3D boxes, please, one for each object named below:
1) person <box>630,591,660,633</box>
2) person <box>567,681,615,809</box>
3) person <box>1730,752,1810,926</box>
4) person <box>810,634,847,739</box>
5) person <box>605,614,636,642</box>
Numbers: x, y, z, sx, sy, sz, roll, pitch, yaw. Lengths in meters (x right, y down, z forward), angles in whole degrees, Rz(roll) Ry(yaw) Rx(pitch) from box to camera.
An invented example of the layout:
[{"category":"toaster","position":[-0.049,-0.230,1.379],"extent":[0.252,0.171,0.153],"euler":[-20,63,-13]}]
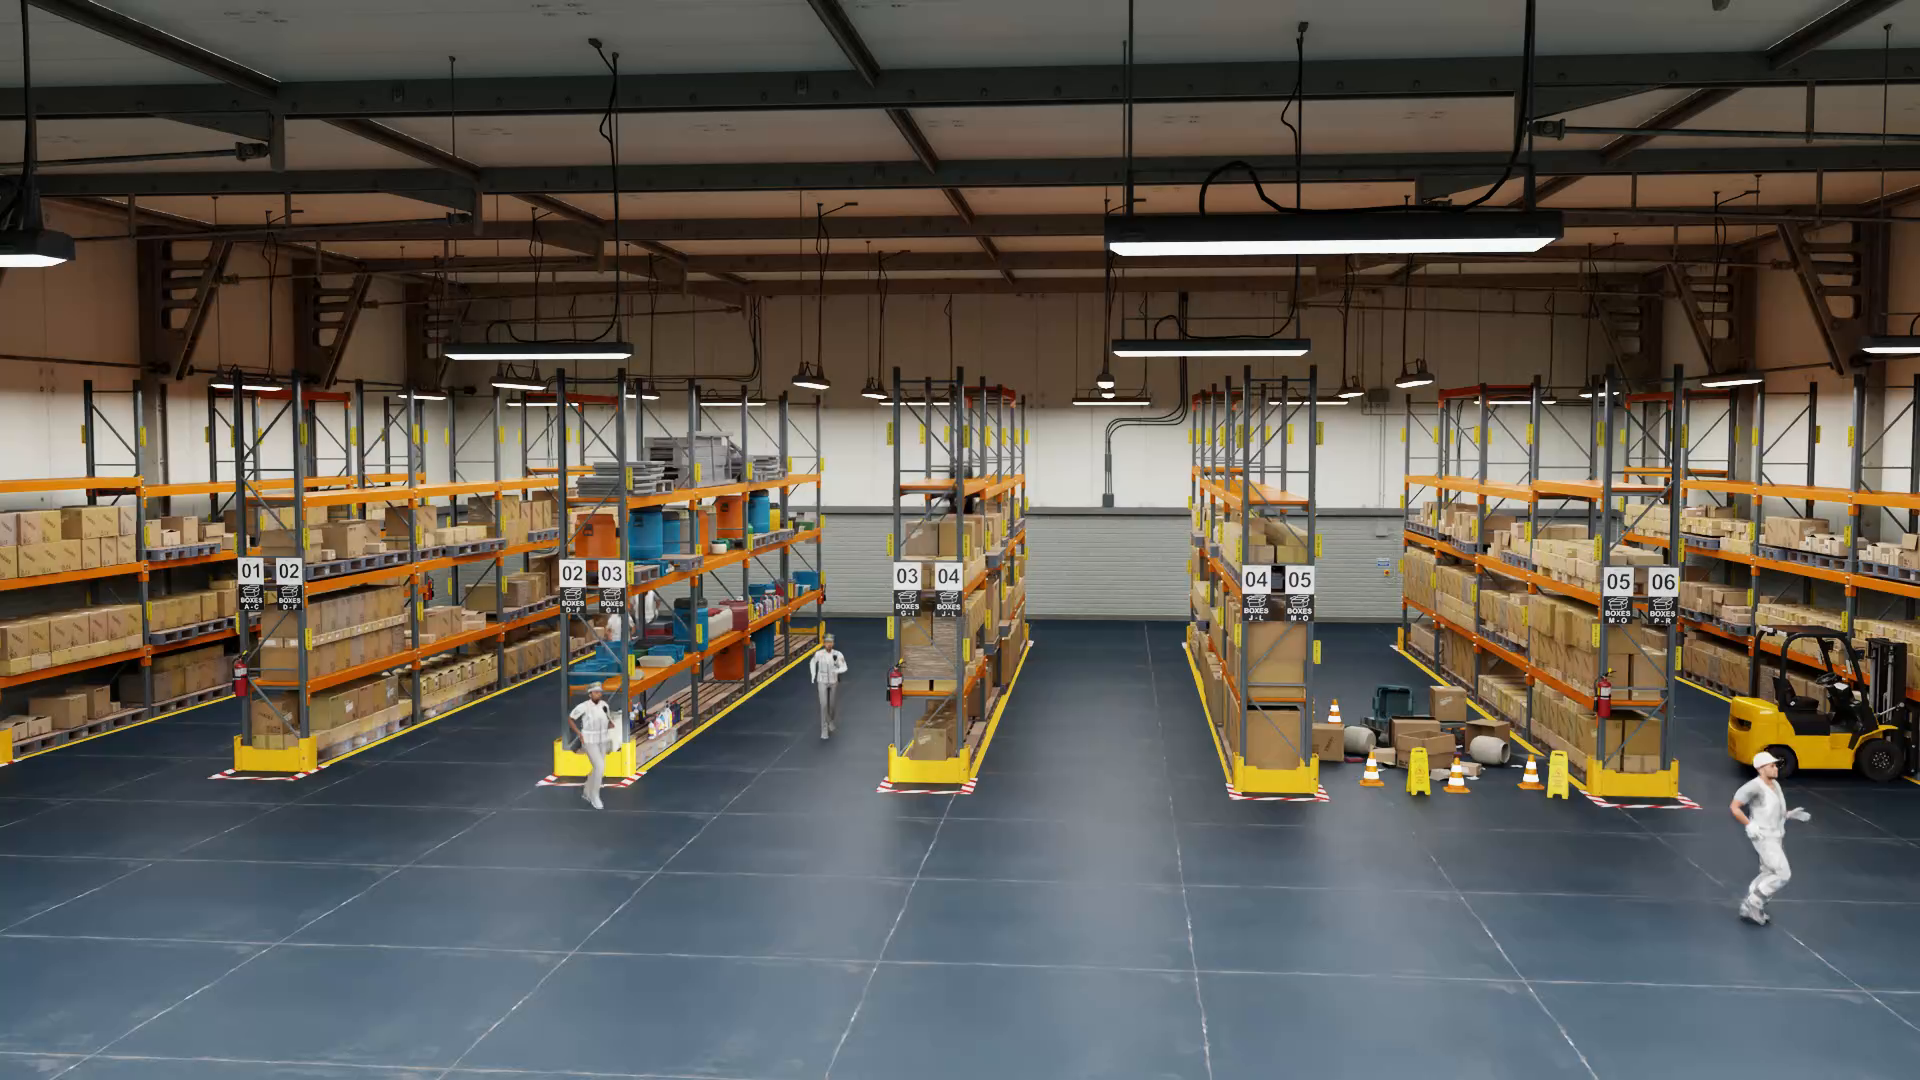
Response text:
[{"category":"person","position":[-7.098,1.797,37.319],"extent":[0.659,1.835,0.774],"euler":[0,4,-1]},{"category":"person","position":[-4.930,2.772,22.488],"extent":[0.680,1.733,0.568],"euler":[3,5,41]},{"category":"person","position":[8.292,3.058,16.979],"extent":[0.640,1.767,0.620],"euler":[-3,5,-42]},{"category":"person","position":[-2.192,2.410,27.801],"extent":[0.614,1.702,0.836],"euler":[0,4,-6]},{"category":"person","position":[-6.909,2.096,33.871],"extent":[0.609,1.636,0.663],"euler":[-1,4,-11]}]
